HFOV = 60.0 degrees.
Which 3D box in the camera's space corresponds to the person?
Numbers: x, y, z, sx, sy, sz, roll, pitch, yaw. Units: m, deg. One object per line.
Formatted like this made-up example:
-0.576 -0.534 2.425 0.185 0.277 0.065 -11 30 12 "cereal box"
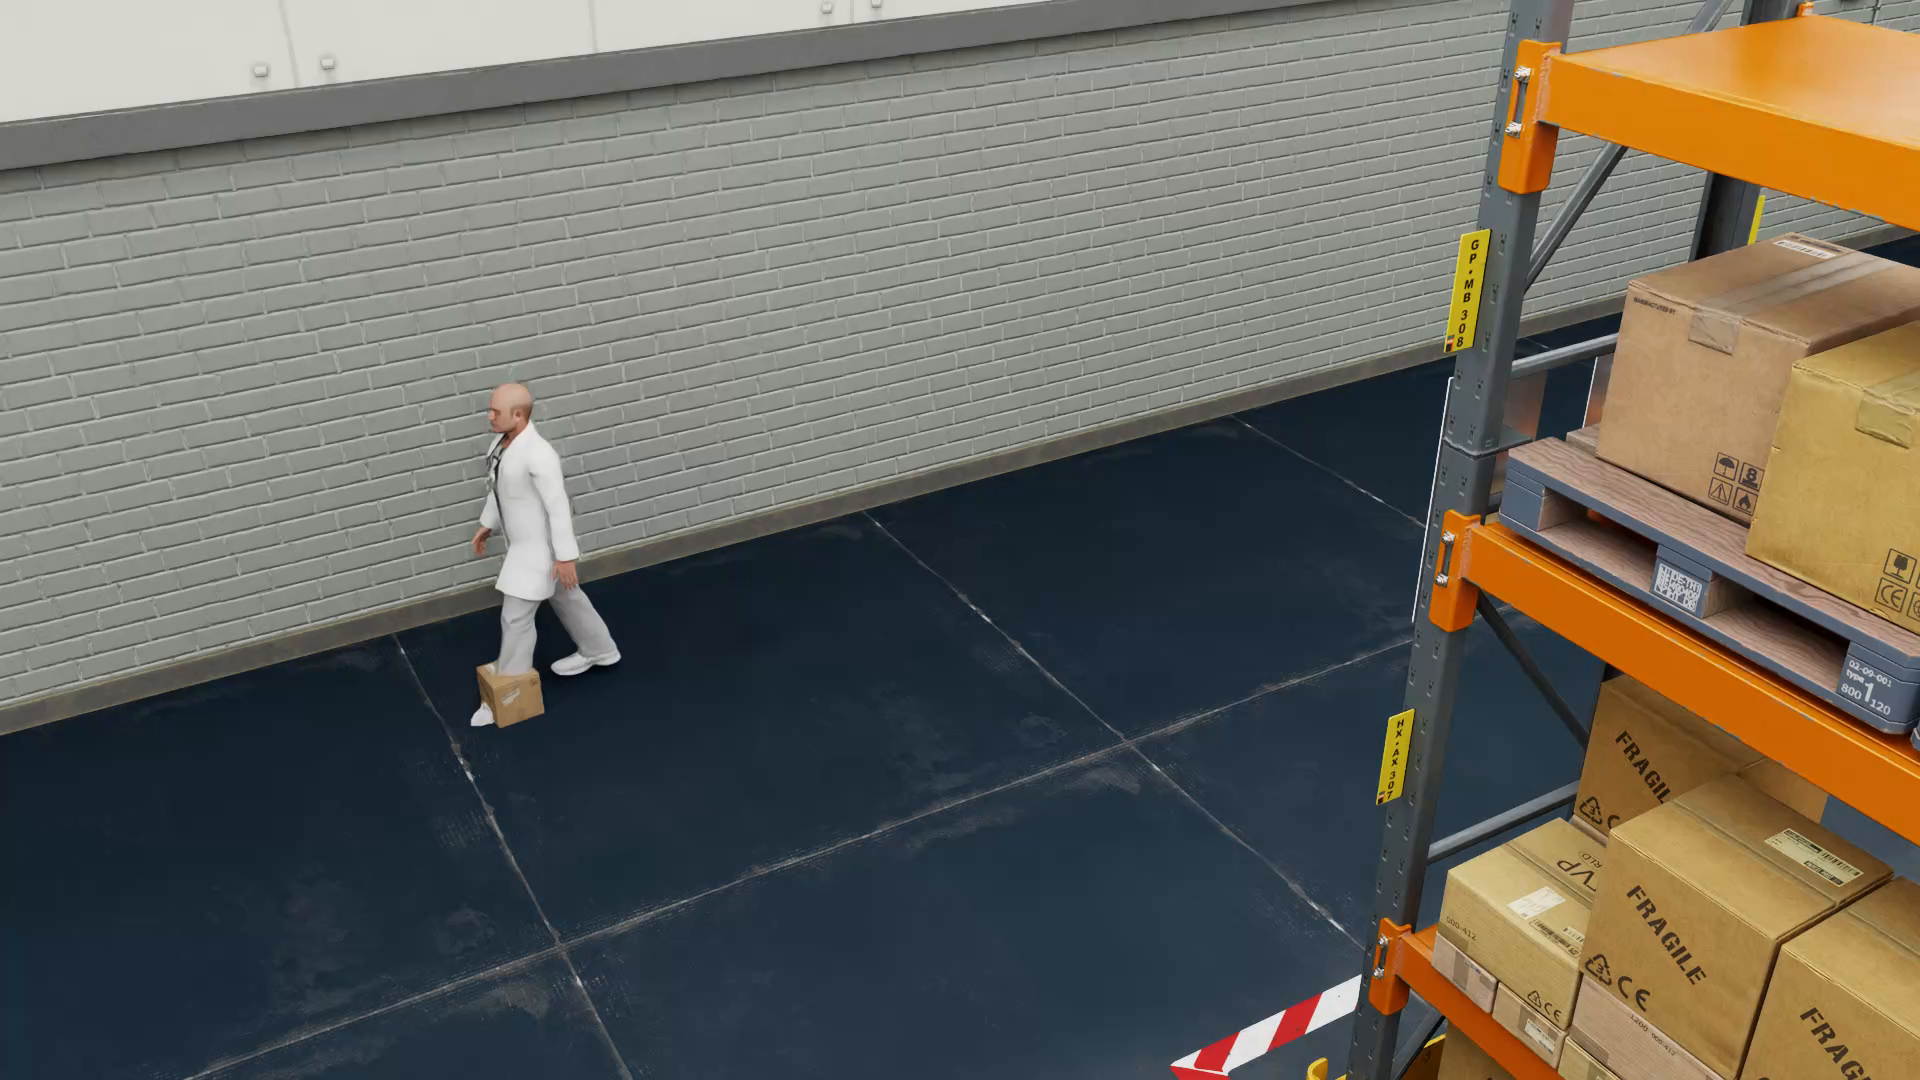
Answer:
-2.218 0.036 8.542 0.843 1.807 0.616 -15 32 -25 "person"
